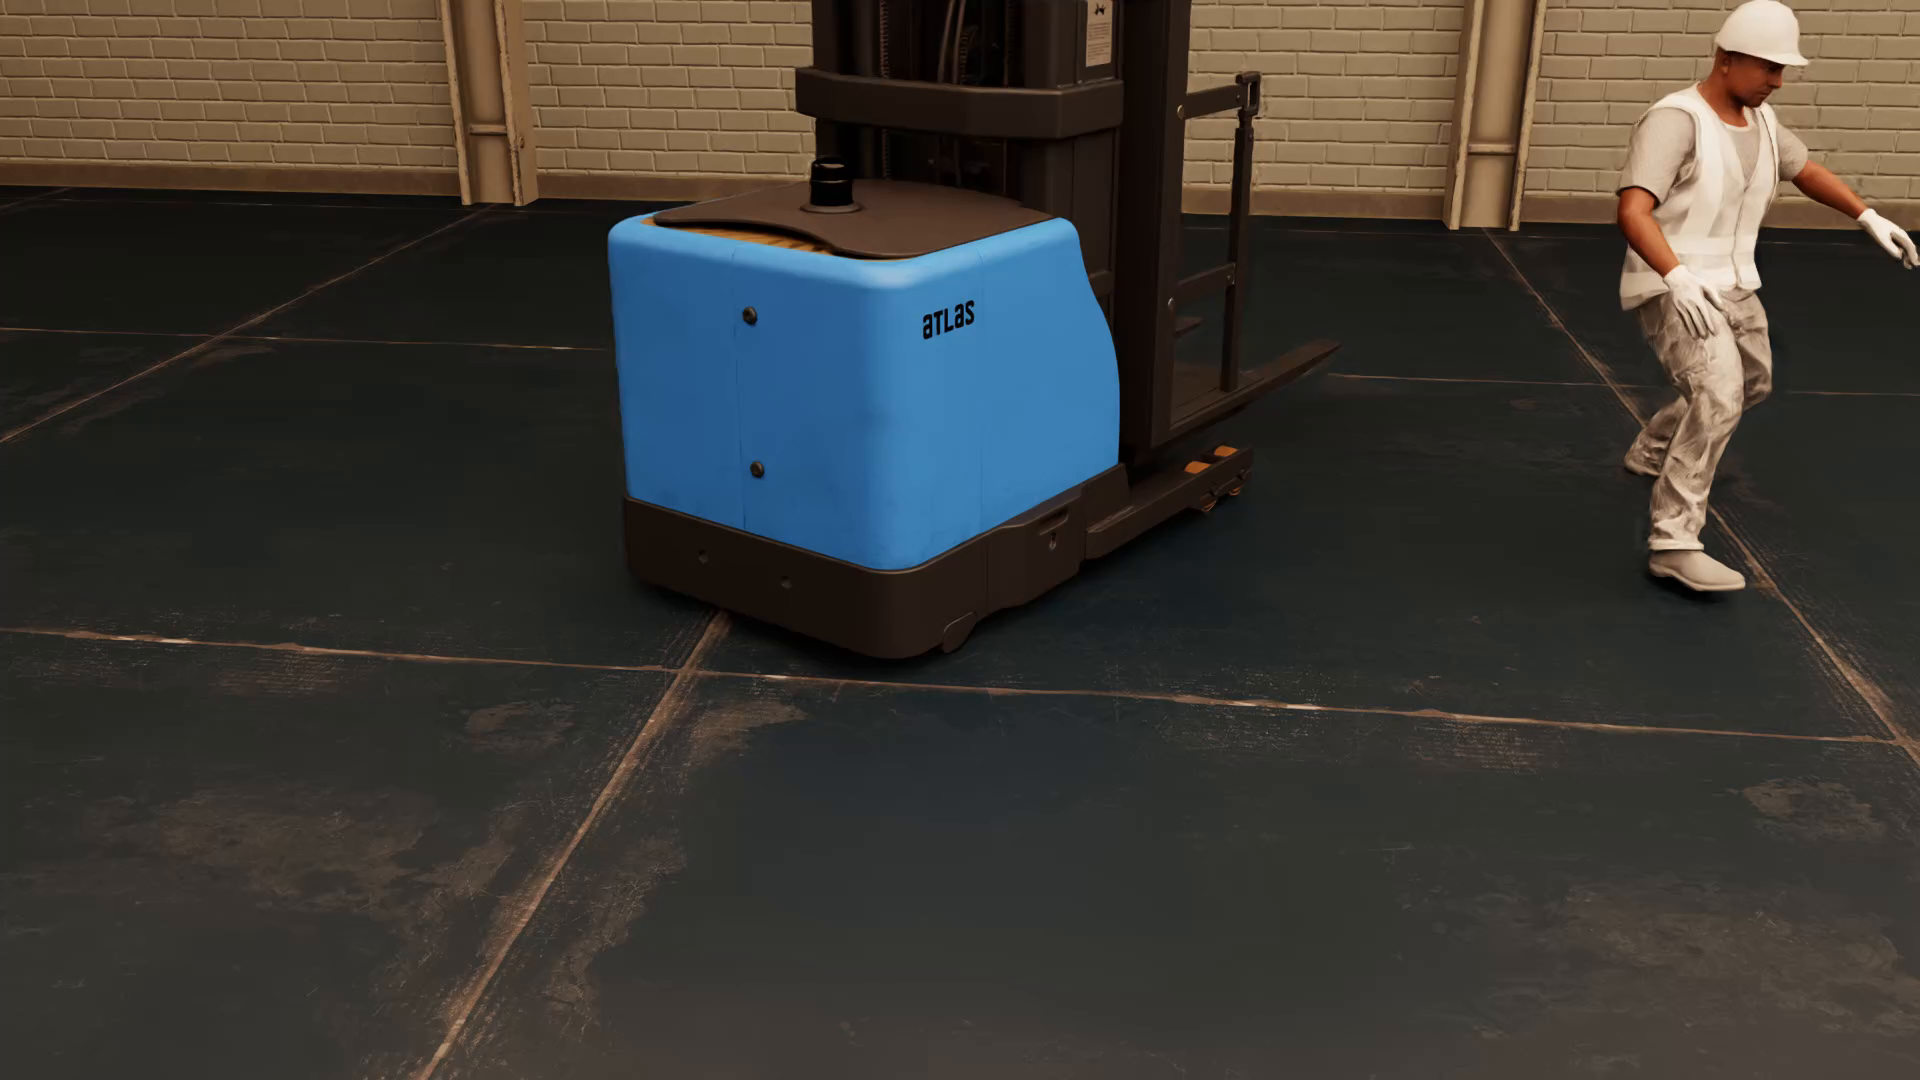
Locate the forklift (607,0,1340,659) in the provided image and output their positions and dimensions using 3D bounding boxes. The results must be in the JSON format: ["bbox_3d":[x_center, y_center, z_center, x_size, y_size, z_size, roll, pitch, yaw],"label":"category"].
[{"bbox_3d":[0.322,-1.544,5.088,1.130,2.935,3.031,15,27,33],"label":"forklift"}]

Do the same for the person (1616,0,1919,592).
[{"bbox_3d":[2.327,-0.764,4.993,1.051,1.635,0.952,-13,26,-30],"label":"person"}]
